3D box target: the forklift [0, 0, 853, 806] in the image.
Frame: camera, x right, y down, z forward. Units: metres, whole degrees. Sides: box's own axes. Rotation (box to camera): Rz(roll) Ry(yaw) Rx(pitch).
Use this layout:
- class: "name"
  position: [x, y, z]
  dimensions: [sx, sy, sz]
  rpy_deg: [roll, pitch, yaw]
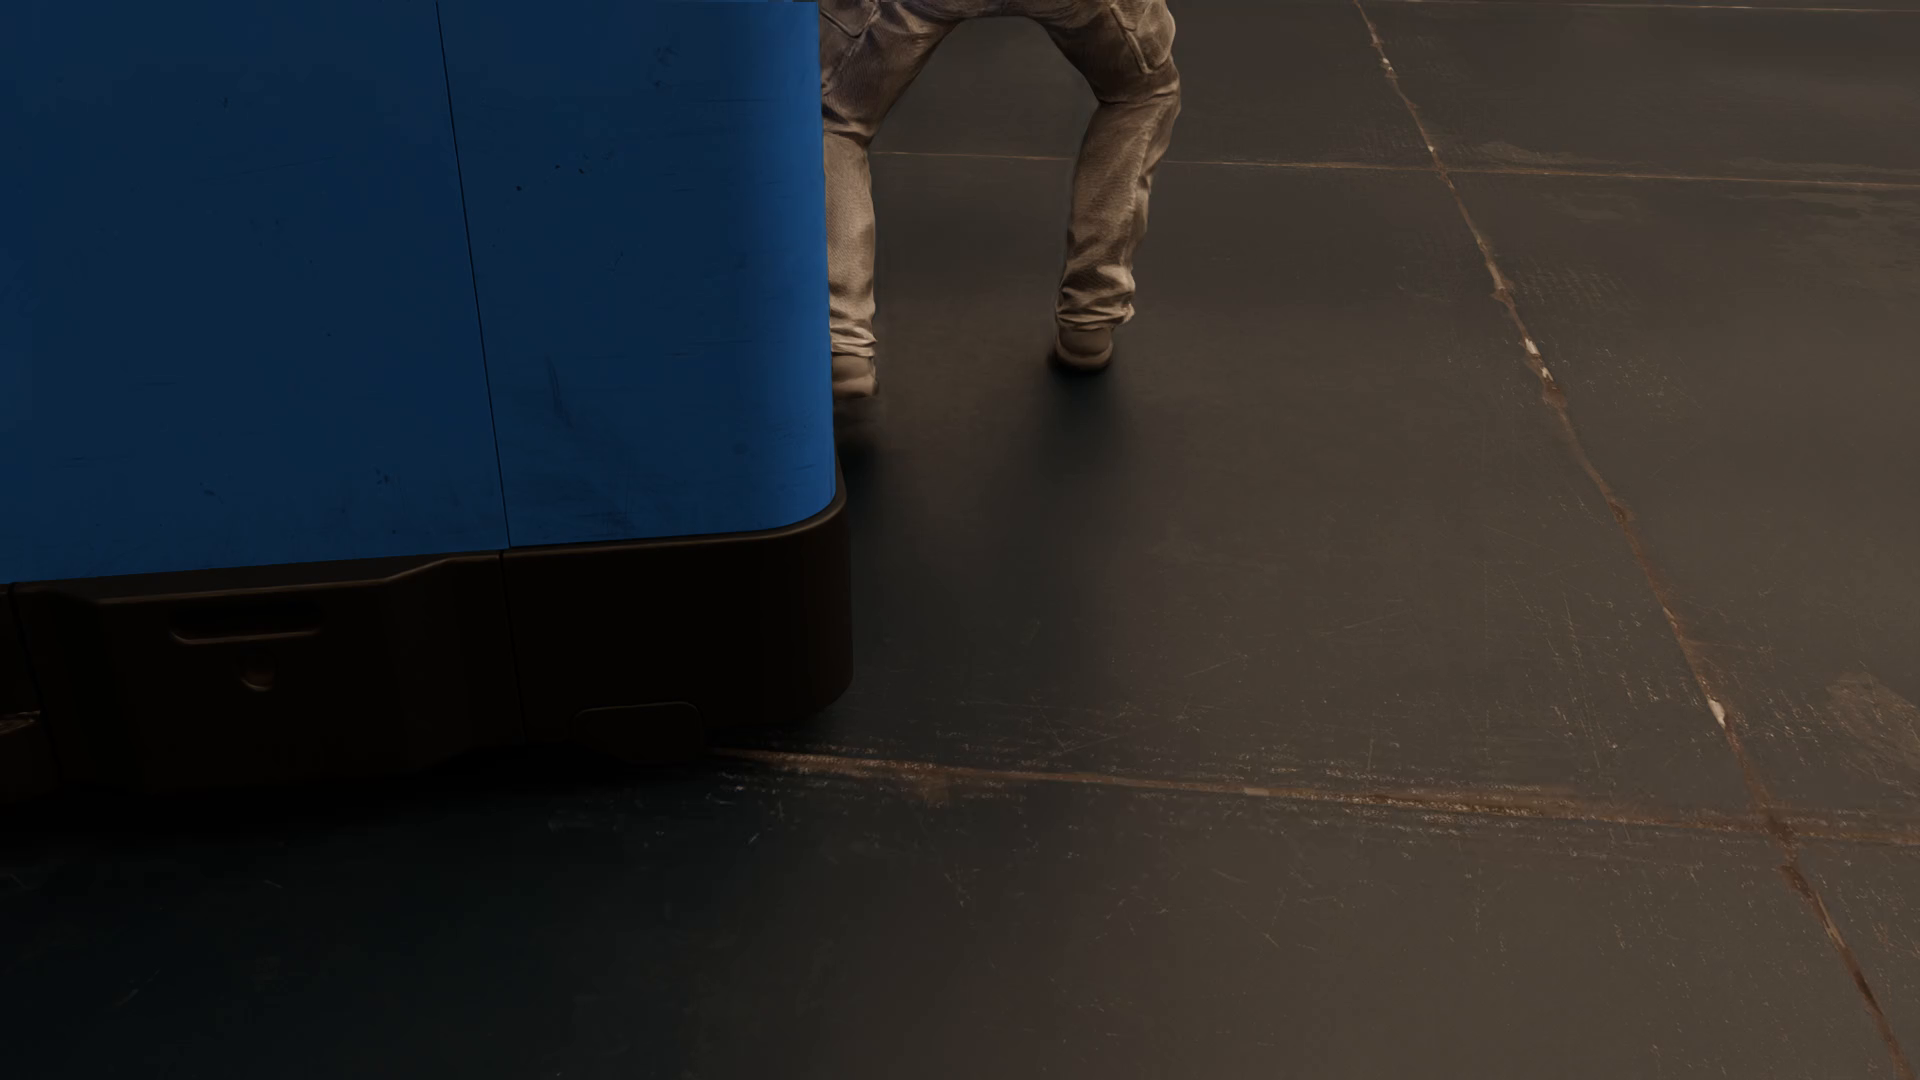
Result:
- class: "forklift"
  position: [-1.693, -1.168, 1.558]
  dimensions: [3.031, 2.935, 1.130]
  rpy_deg: [-4, 27, -8]

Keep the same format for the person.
- class: "person"
  position: [0.154, -1.036, 2.791]
  dimensions: [0.977, 1.573, 0.839]
  rpy_deg: [-3, 27, -6]
